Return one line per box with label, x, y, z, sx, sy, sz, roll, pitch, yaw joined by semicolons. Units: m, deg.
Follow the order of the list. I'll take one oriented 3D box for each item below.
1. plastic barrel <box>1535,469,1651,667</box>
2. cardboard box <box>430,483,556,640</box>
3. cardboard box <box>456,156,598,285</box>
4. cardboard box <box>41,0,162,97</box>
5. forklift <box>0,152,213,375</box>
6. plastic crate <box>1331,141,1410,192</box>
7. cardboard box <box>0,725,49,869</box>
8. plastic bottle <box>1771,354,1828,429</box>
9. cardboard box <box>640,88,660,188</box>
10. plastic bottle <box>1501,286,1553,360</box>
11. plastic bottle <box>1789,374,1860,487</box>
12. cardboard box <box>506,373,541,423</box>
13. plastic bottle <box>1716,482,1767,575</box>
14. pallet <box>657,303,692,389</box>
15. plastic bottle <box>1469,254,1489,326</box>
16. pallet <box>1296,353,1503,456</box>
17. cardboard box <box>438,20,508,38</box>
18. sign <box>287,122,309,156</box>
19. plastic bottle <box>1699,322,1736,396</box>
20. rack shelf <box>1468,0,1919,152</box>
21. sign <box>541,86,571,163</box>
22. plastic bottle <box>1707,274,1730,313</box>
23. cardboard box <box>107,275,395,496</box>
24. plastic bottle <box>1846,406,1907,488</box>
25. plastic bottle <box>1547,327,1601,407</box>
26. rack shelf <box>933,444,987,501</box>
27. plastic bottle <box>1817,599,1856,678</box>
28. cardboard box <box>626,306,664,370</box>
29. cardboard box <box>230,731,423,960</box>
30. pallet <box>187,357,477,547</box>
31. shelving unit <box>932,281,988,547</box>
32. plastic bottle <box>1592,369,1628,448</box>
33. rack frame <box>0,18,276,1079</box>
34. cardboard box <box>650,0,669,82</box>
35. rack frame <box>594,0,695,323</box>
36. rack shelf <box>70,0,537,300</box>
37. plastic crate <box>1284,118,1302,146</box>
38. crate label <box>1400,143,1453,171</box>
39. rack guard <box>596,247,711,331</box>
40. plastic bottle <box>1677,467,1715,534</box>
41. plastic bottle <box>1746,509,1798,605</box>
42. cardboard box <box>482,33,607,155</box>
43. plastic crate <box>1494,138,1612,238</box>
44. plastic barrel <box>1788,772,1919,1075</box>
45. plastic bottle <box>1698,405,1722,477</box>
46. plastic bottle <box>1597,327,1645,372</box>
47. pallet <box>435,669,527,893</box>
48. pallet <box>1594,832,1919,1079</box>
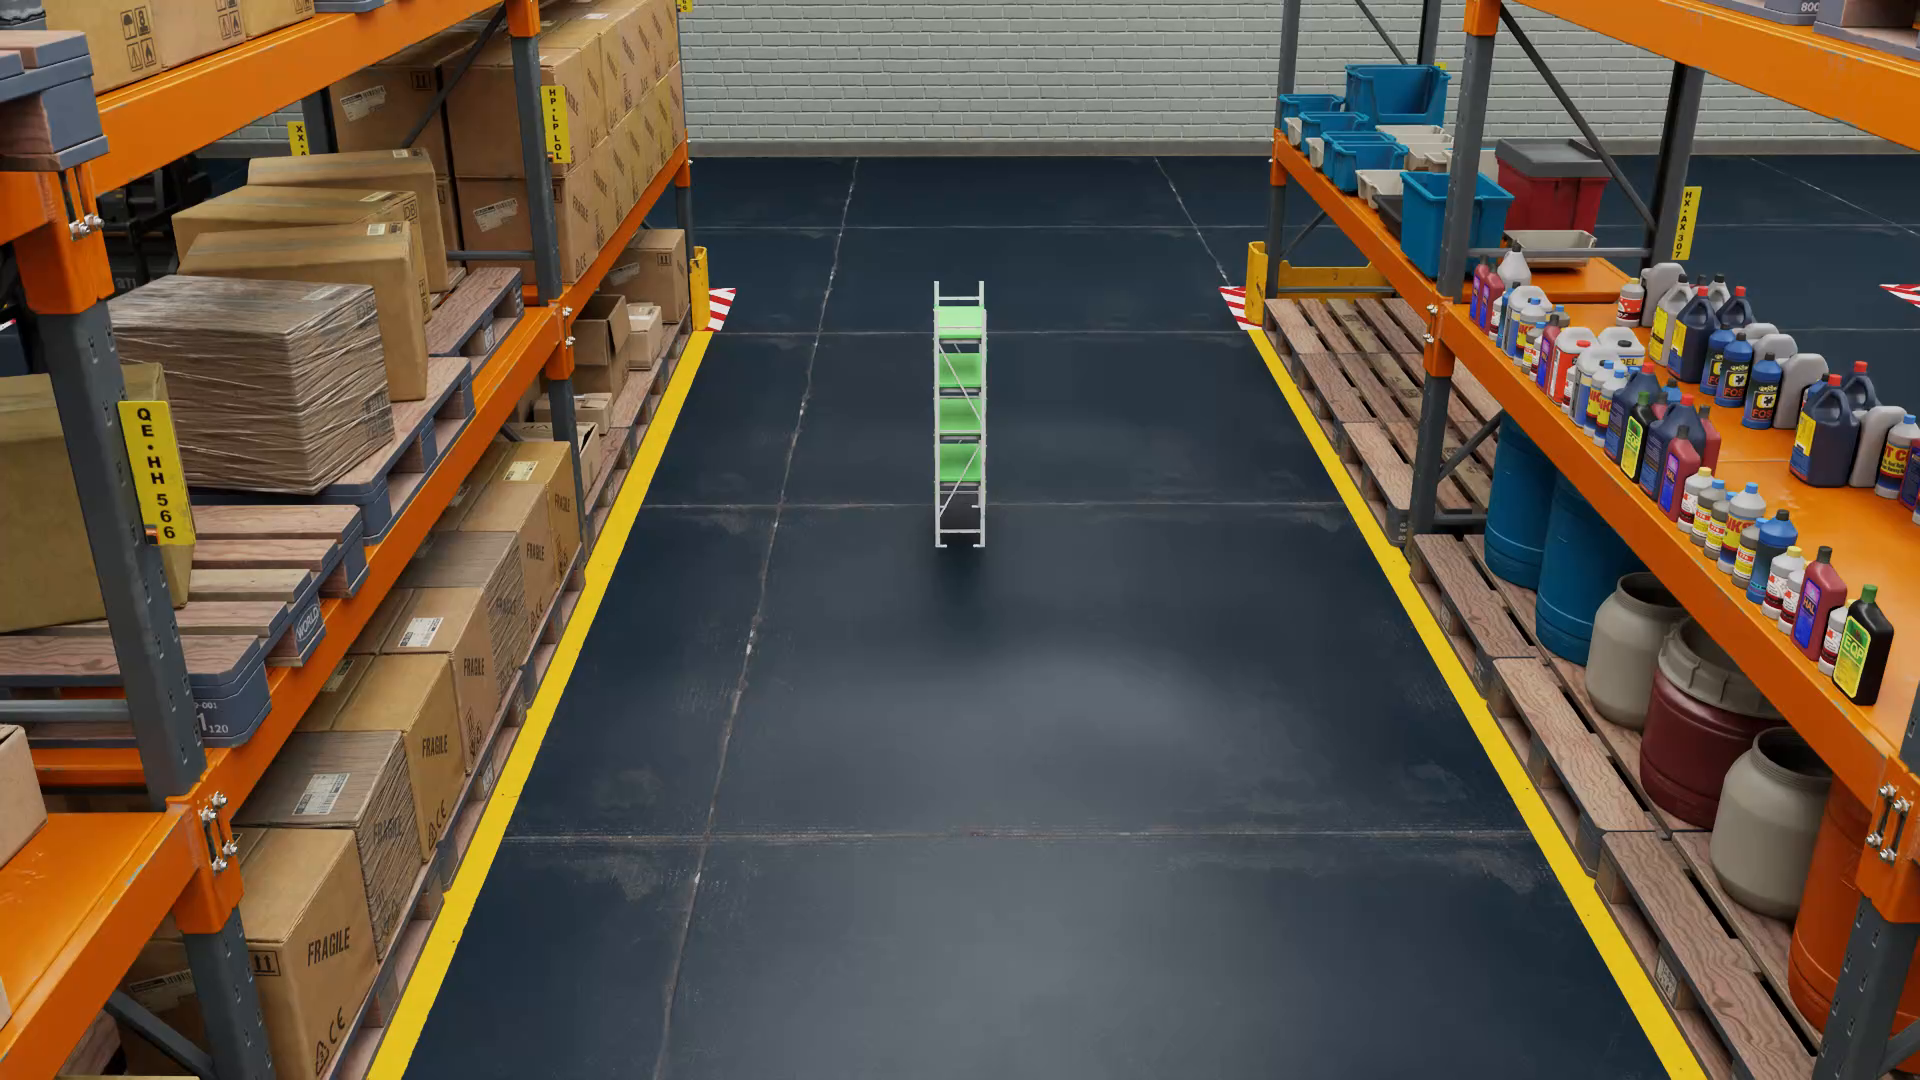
plastic barrel;2.657;0.005;6.636;0.600;0.901;0.708;0;24;-1
cardboard box;-2.004;0.089;6.912;0.500;0.500;0.500;0;24;0
cardboard box;-2.026;-1.512;7.831;0.500;0.500;0.500;0;24;1
cardboard box;-2.287;-1.199;3.499;0.910;0.500;0.500;0;24;-1
forklift;-4.770;-1.863;8.813;1.130;2.935;3.031;1;24;2
plastic crate;2.308;-2.106;9.396;0.416;0.233;0.300;0;24;-1
cardboard box;-2.289;0.584;3.427;0.500;0.311;0.500;1;24;3
plastic bottle;3.001;-0.549;5.974;0.152;0.276;0.135;0;24;-1
cardboard box;-2.050;-2.346;9.676;0.500;0.500;0.500;0;24;0
plastic bottle;2.288;-0.876;6.697;0.152;0.276;0.135;0;24;-1
plastic bottle;2.859;-0.366;5.479;0.144;0.351;0.185;0;24;-1
cardboard box;-2.591;-0.773;9.048;0.500;0.311;0.500;0;24;-1
plastic bottle;2.283;-0.037;4.848;0.097;0.271;0.097;0;24;0
pallet;-2.326;-1.273;10.808;1.003;0.211;1.213;0;24;-1
plastic bottle;2.238;-1.070;7.117;0.061;0.283;0.133;0;24;-1
pallet;2.597;-0.812;9.789;1.003;0.211;1.213;0;24;-1
cardboard box;-2.571;-2.382;8.542;0.500;0.500;0.500;0;24;0
sign;-2.835;-1.644;7.194;0.100;0.325;0.005;0;24;-1
plastic bottle;2.873;-0.690;6.291;0.097;0.271;0.097;0;24;0
rack shelf;2.682;-1.491;5.139;1.077;0.370;4.000;0;24;-1
sign;-1.738;-1.787;7.155;0.100;0.325;0.005;0;24;-1
plastic bottle;2.998;-0.876;6.607;0.144;0.351;0.185;0;24;-1
cardboard box;-2.188;-0.480;5.041;0.700;0.500;0.500;4;25;9
plastic bottle;3.007;-0.322;5.473;0.152;0.276;0.135;0;24;-1
plastic bottle;2.295;-0.645;6.187;0.152;0.276;0.135;0;24;-1
rack shelf;-0.002;-0.338;8.279;0.258;0.148;0.480;0;24;-1
plastic bottle;2.290;0.251;4.297;0.097;0.201;0.097;0;24;0
cardboard box;-2.104;-1.236;10.147;0.500;0.250;0.500;0;24;-1
cardboard box;-1.980;0.927;5.060;0.500;0.500;0.500;-1;24;-2
pallet;-2.275;-0.321;5.552;1.003;0.211;1.213;0;24;-1
shelving unit;-0.002;-0.615;8.154;0.258;1.200;0.503;0;24;-1
plastic bottle;2.272;-0.460;5.782;0.097;0.271;0.097;0;24;0
rack frame;-2.249;0.393;3.741;1.000;3.000;0.127;0;24;-1
cardboard box;-2.050;-3.014;9.940;0.500;0.500;0.500;0;24;1
rack frame;-2.336;-2.903;11.029;1.000;3.000;0.127;0;24;-1
rack shelf;-2.271;-1.470;5.093;1.077;0.370;4.000;0;24;-1
plastic crate;2.211;-2.595;10.596;0.250;0.136;0.298;0;24;-1
crate label;2.823;-2.262;9.858;0.396;0.136;0.243;0;24;-1
rack guard;-2.336;-1.733;11.475;1.175;0.500;0.348;0;24;-1
plastic bottle;2.280;-0.125;5.128;0.097;0.201;0.097;0;24;0
plastic bottle;2.285;0.043;4.670;0.097;0.271;0.097;0;24;0
cardboard box;-2.023;-2.164;8.060;0.500;0.500;0.500;-1;24;-2
plastic crate;2.901;-1.701;8.221;0.402;0.464;0.583;0;24;-1
plastic barrel;2.682;0.968;4.593;0.600;0.830;0.708;0;24;-1
plastic bottle;2.403;-0.287;5.386;0.061;0.283;0.133;0;24;-1
plastic bottle;2.447;-0.646;6.189;0.152;0.276;0.135;0;24;-1
pallet;-2.230;0.855;6.105;1.003;0.211;1.213;0;24;-1
pallet;2.654;1.318;5.079;1.003;0.211;1.213;0;24;-1
